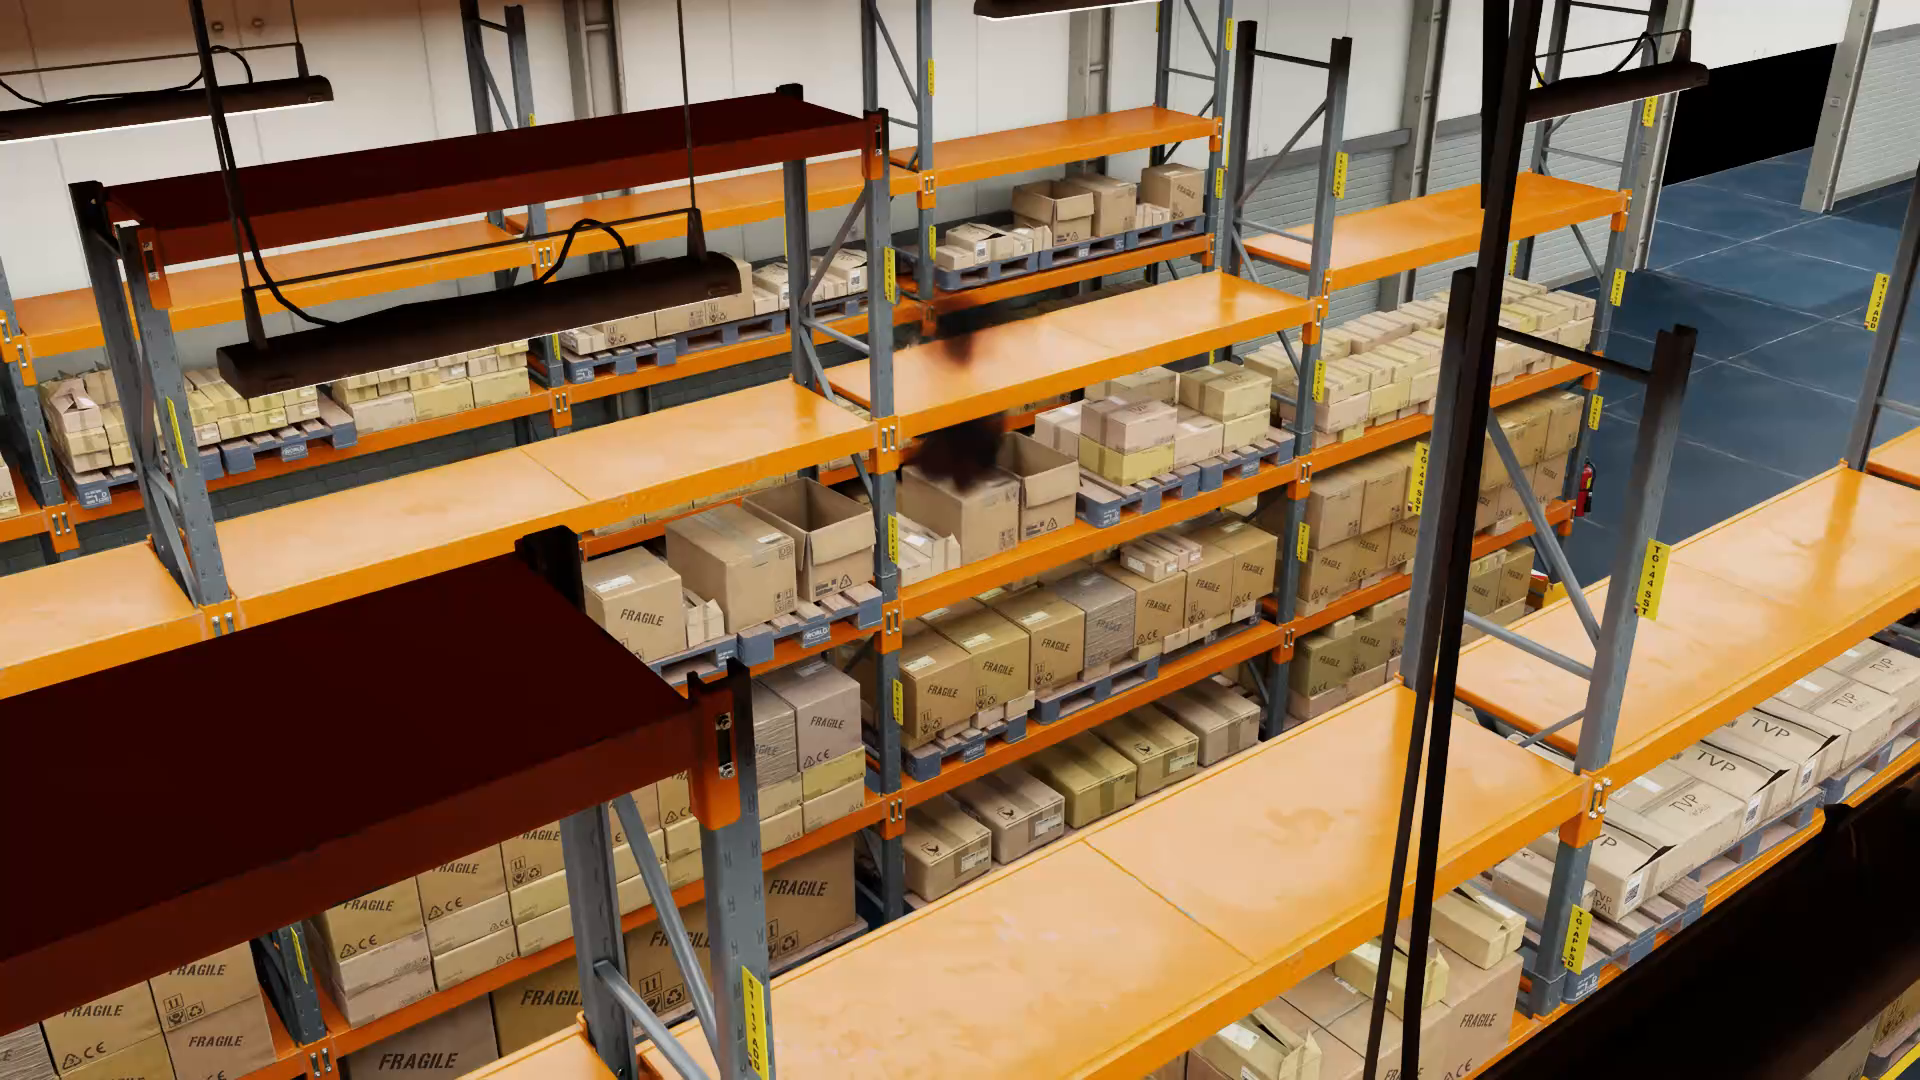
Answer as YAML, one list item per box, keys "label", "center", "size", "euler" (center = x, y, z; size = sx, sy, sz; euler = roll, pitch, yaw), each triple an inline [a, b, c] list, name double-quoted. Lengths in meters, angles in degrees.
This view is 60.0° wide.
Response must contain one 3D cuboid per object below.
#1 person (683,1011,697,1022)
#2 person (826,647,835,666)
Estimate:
- label: "person"
  center: [-1.347, 3.250, 9.701]
  size: [0.953, 1.515, 0.628]
  euler: [-22, 33, -37]
- label: "person"
  center: [-0.972, 0.925, 14.402]
  size: [0.587, 1.626, 0.574]
  euler: [-18, 31, -32]
